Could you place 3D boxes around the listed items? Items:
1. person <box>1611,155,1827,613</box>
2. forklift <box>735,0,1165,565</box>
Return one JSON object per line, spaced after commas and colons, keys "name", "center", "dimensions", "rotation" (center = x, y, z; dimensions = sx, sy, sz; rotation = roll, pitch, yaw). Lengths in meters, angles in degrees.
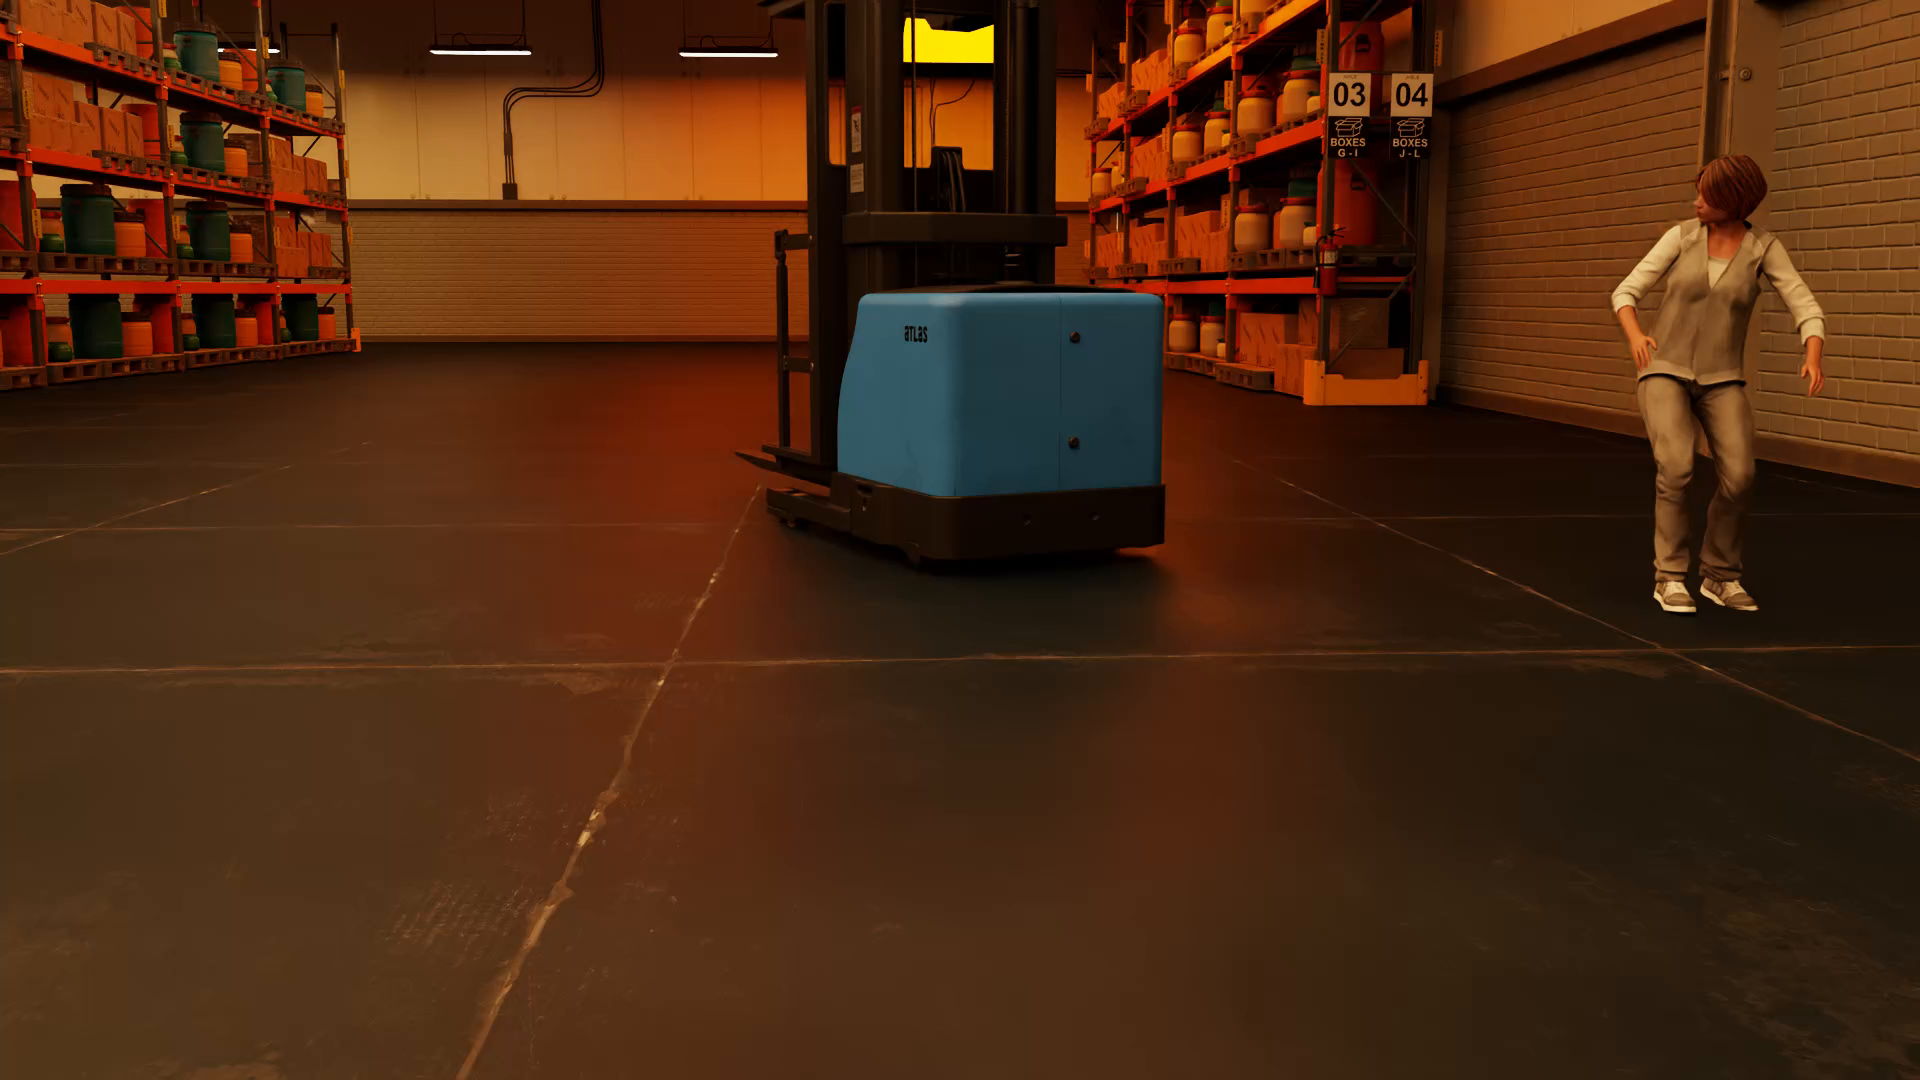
{"name": "person", "center": [2.552, -0.508, 5.632], "dimensions": [0.660, 1.547, 0.538], "rotation": [2, 9, 14]}
{"name": "forklift", "center": [-0.264, -1.530, 7.637], "dimensions": [1.130, 2.935, 3.031], "rotation": [-4, 9, -25]}
